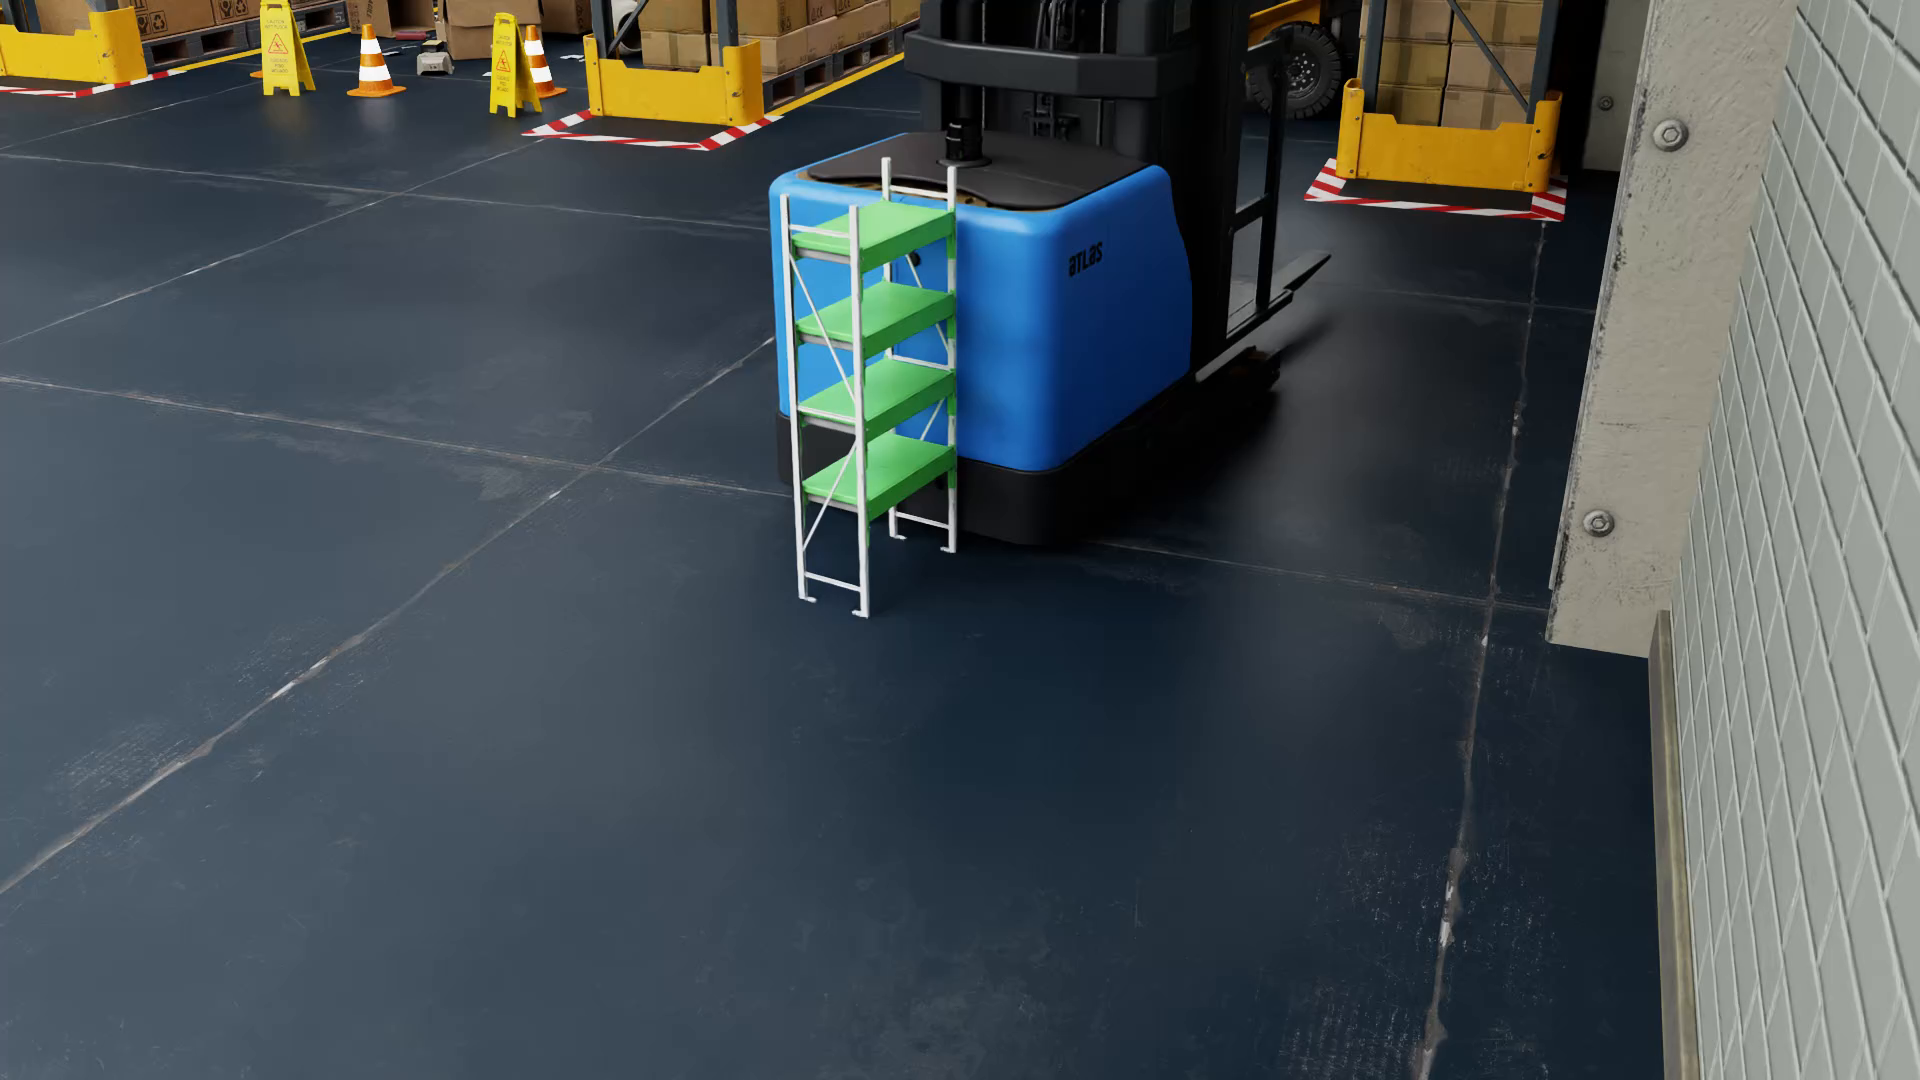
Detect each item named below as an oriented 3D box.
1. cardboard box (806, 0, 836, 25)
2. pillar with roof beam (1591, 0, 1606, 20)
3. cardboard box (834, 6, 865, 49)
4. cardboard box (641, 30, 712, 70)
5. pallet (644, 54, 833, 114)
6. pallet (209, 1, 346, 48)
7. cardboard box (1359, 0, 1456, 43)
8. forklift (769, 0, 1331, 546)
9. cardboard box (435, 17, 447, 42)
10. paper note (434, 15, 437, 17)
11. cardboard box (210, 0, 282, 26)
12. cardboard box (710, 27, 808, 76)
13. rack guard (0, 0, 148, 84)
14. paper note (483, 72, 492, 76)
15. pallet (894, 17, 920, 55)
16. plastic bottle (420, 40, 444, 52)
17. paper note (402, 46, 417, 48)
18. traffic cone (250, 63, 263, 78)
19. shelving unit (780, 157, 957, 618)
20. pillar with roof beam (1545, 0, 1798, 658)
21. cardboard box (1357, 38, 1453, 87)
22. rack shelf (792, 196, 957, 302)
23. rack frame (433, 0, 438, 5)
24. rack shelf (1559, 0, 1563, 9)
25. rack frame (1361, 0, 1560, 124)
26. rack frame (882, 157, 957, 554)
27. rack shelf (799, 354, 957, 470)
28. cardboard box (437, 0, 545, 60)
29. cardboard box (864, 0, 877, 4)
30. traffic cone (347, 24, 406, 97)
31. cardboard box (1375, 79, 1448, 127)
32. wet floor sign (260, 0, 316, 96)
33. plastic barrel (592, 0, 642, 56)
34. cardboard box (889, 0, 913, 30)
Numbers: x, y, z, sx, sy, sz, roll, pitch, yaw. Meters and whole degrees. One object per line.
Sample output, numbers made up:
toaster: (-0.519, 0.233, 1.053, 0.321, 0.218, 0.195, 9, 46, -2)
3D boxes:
cardboard box: (-1.209, -3.958, 11.796, 0.500, 0.500, 0.500, 8, 27, 16)
pillar with roof beam: (1.785, -9.380, 14.296, 9.100, 9.000, 0.400, 9, 27, 17)
cardboard box: (-1.040, -3.830, 12.392, 0.500, 0.250, 0.500, 11, 28, 21)
cardboard box: (-1.892, -3.485, 11.679, 0.500, 0.250, 0.500, 9, 27, 17)
pallet: (-1.587, -3.257, 11.735, 1.003, 0.211, 1.213, 9, 27, 17)
pallet: (-6.017, -4.413, 14.123, 1.003, 0.211, 1.213, 9, 27, 17)
cardboard box: (2.626, -3.070, 9.675, 0.500, 0.250, 0.500, 10, 27, 19)
forklift: (0.583, -1.903, 5.817, 1.130, 2.935, 3.031, 15, 29, 27)
cardboard box: (-4.121, -4.268, 13.761, 0.396, 0.266, 0.258, 14, 29, 26)
paper note: (-4.656, -4.729, 14.981, 0.147, 0.020, 0.142, -9, 27, -18)
cardboard box: (-6.163, -4.712, 13.495, 0.875, 0.875, 0.875, 8, 27, 17)
cardboard box: (-1.386, -3.395, 11.494, 0.500, 0.250, 0.500, 9, 27, 17)
rack guard: (-6.625, -3.694, 12.305, 1.175, 0.500, 0.348, 9, 27, 17)
paper note: (-3.478, -3.493, 12.430, 0.148, 0.019, 0.142, 0, 26, -1)
pallet: (-0.775, -4.260, 13.806, 1.003, 0.211, 1.213, 9, 27, 17)
plastic bottle: (-4.251, -3.990, 13.421, 0.133, 0.061, 0.283, 0, 26, -1)
paper note: (-4.477, -4.005, 13.510, 0.123, 0.001, 0.032, -20, 33, -36)
traffic cone: (-5.101, -3.699, 12.359, 0.336, 0.463, 0.334, 9, 27, 17)
shelving unit: (-0.241, -0.435, 4.772, 0.258, 1.200, 0.503, 15, 29, 27)
pillar with roof beam: (-2.208, -4.448, 4.111, 9.100, 9.000, 0.400, 9, 27, 17)
cardboard box: (2.634, -2.856, 9.806, 0.500, 0.250, 0.500, 8, 27, 17)
rack shelf: (-0.241, -0.810, 4.591, 0.258, 0.148, 0.480, 15, 29, 27)
rack frame: (-5.286, -6.473, 15.176, 1.000, 3.000, 0.127, 9, 27, 17)
rack shelf: (3.432, -3.932, 10.755, 1.077, 0.370, 4.000, 9, 27, 17)
rack frame: (2.766, -3.434, 8.901, 1.000, 3.000, 0.127, 9, 27, 17)
rack frame: (-0.117, -0.527, 4.961, 0.240, 1.200, 0.015, 15, 29, 27)
rack shelf: (-0.241, -0.378, 4.800, 0.258, 0.148, 0.480, 15, 29, 27)
cardboard box: (-3.718, -4.118, 13.177, 0.797, 0.503, 0.637, -9, 27, -18)
cardboard box: (-0.865, -4.384, 12.675, 0.500, 0.500, 0.500, 10, 28, 20)
traffic cone: (-4.149, -3.396, 11.732, 0.336, 0.463, 0.334, 9, 27, 17)
cardboard box: (2.625, -2.624, 9.902, 0.500, 0.250, 0.500, 9, 27, 18)
wet floor sign: (-4.760, -3.470, 11.676, 0.267, 0.644, 0.232, 4, 26, 8)
plastic barrel: (-2.656, -4.061, 13.152, 0.421, 0.421, 0.512, -14, 29, -27)
cardboard box: (-0.696, -4.245, 13.250, 0.500, 0.250, 0.500, 8, 27, 16)
